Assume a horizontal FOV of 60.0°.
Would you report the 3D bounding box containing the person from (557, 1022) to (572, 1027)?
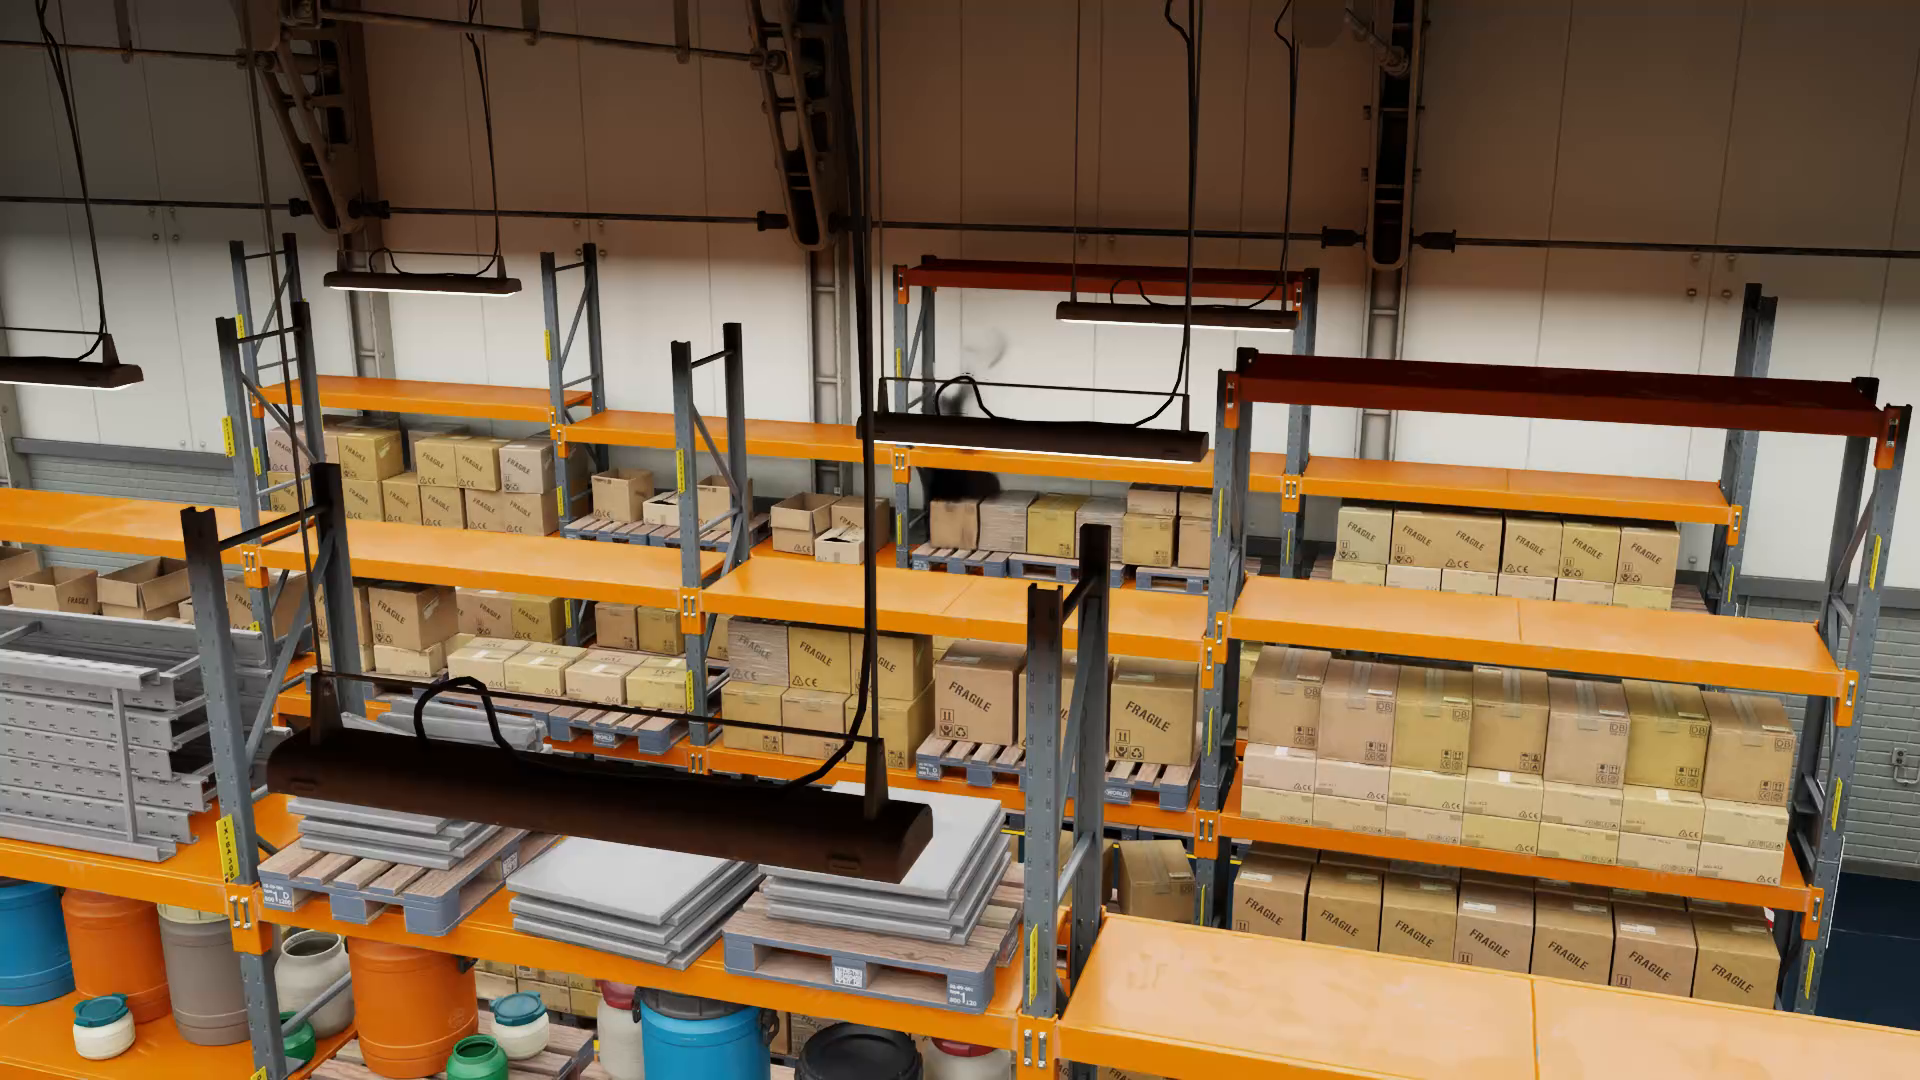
[{"bbox_3d":[-2.715,4.098,11.530,0.876,1.677,0.592,3,16,11],"label":"person"}]
